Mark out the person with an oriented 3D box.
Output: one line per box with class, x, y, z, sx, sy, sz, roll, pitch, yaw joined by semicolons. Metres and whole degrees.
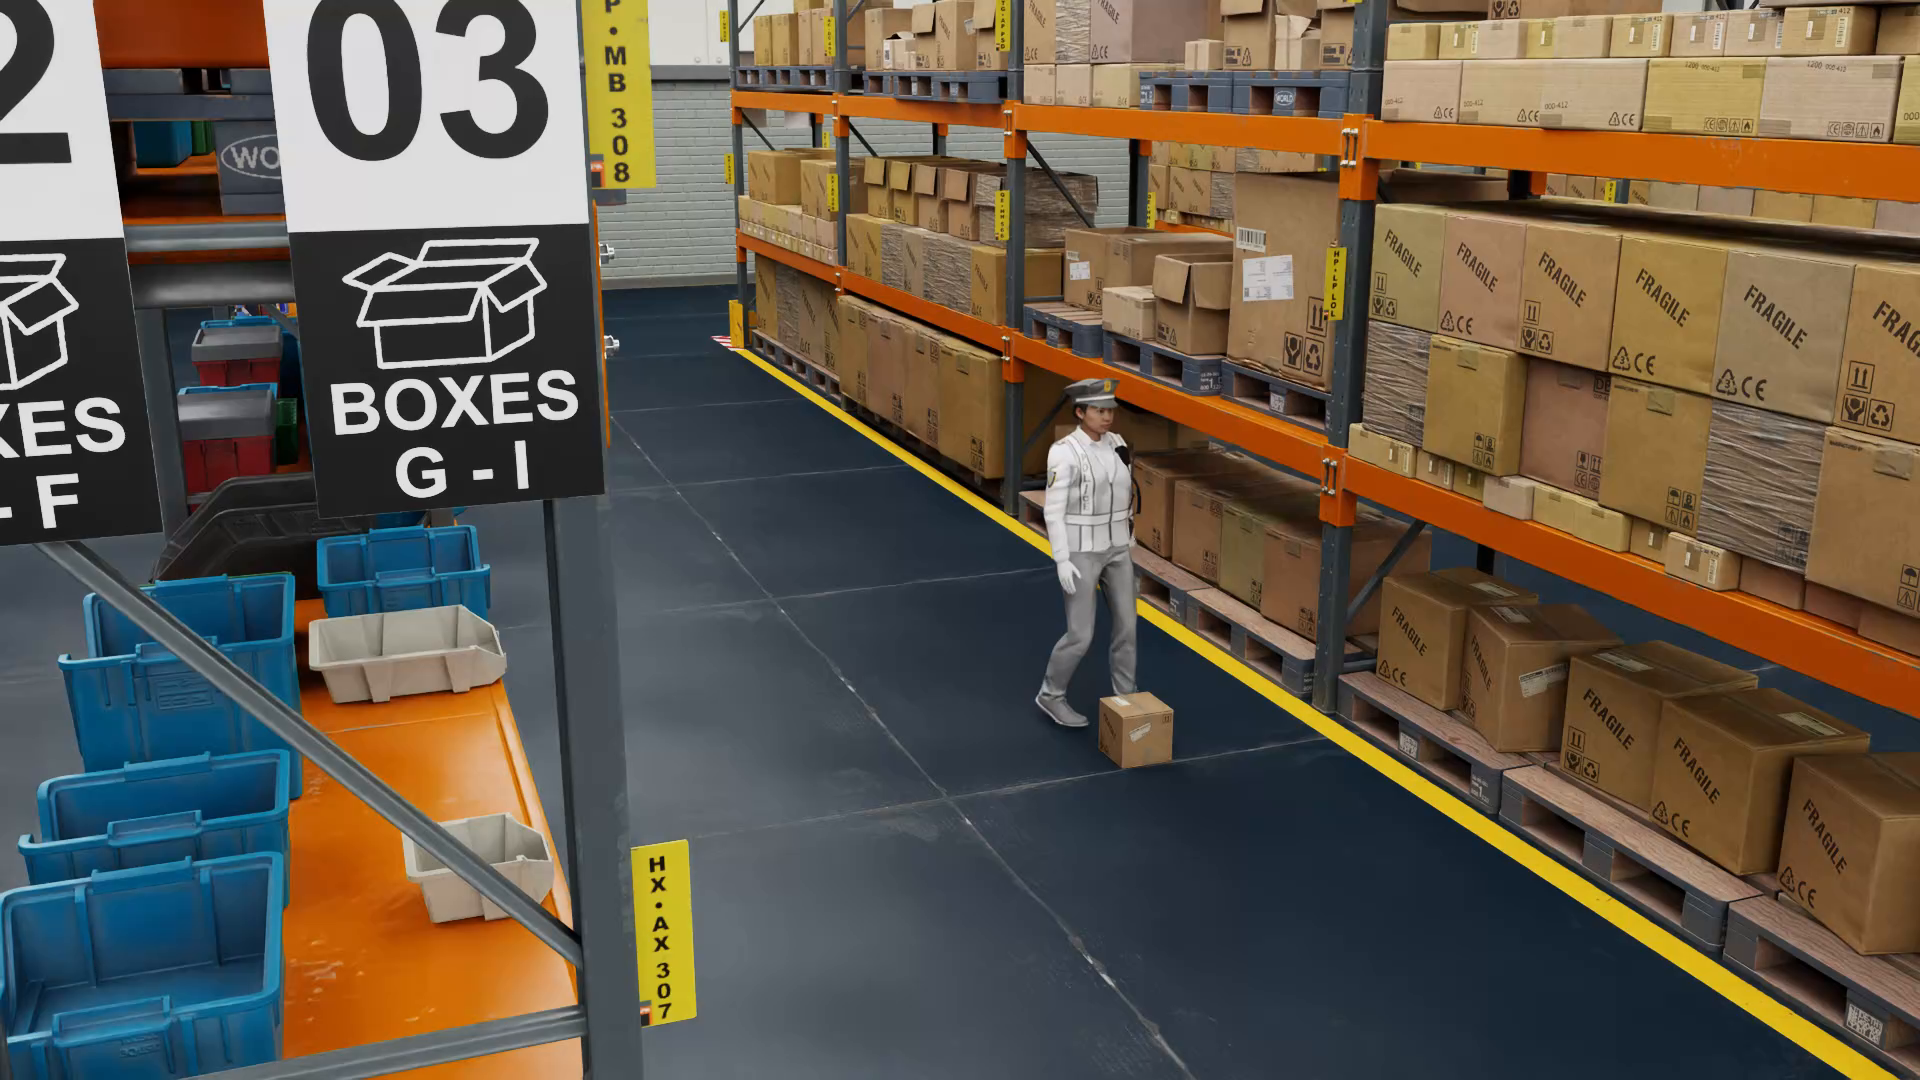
person;0.667;0.079;7.762;0.510;1.696;0.534;-10;18;-31
